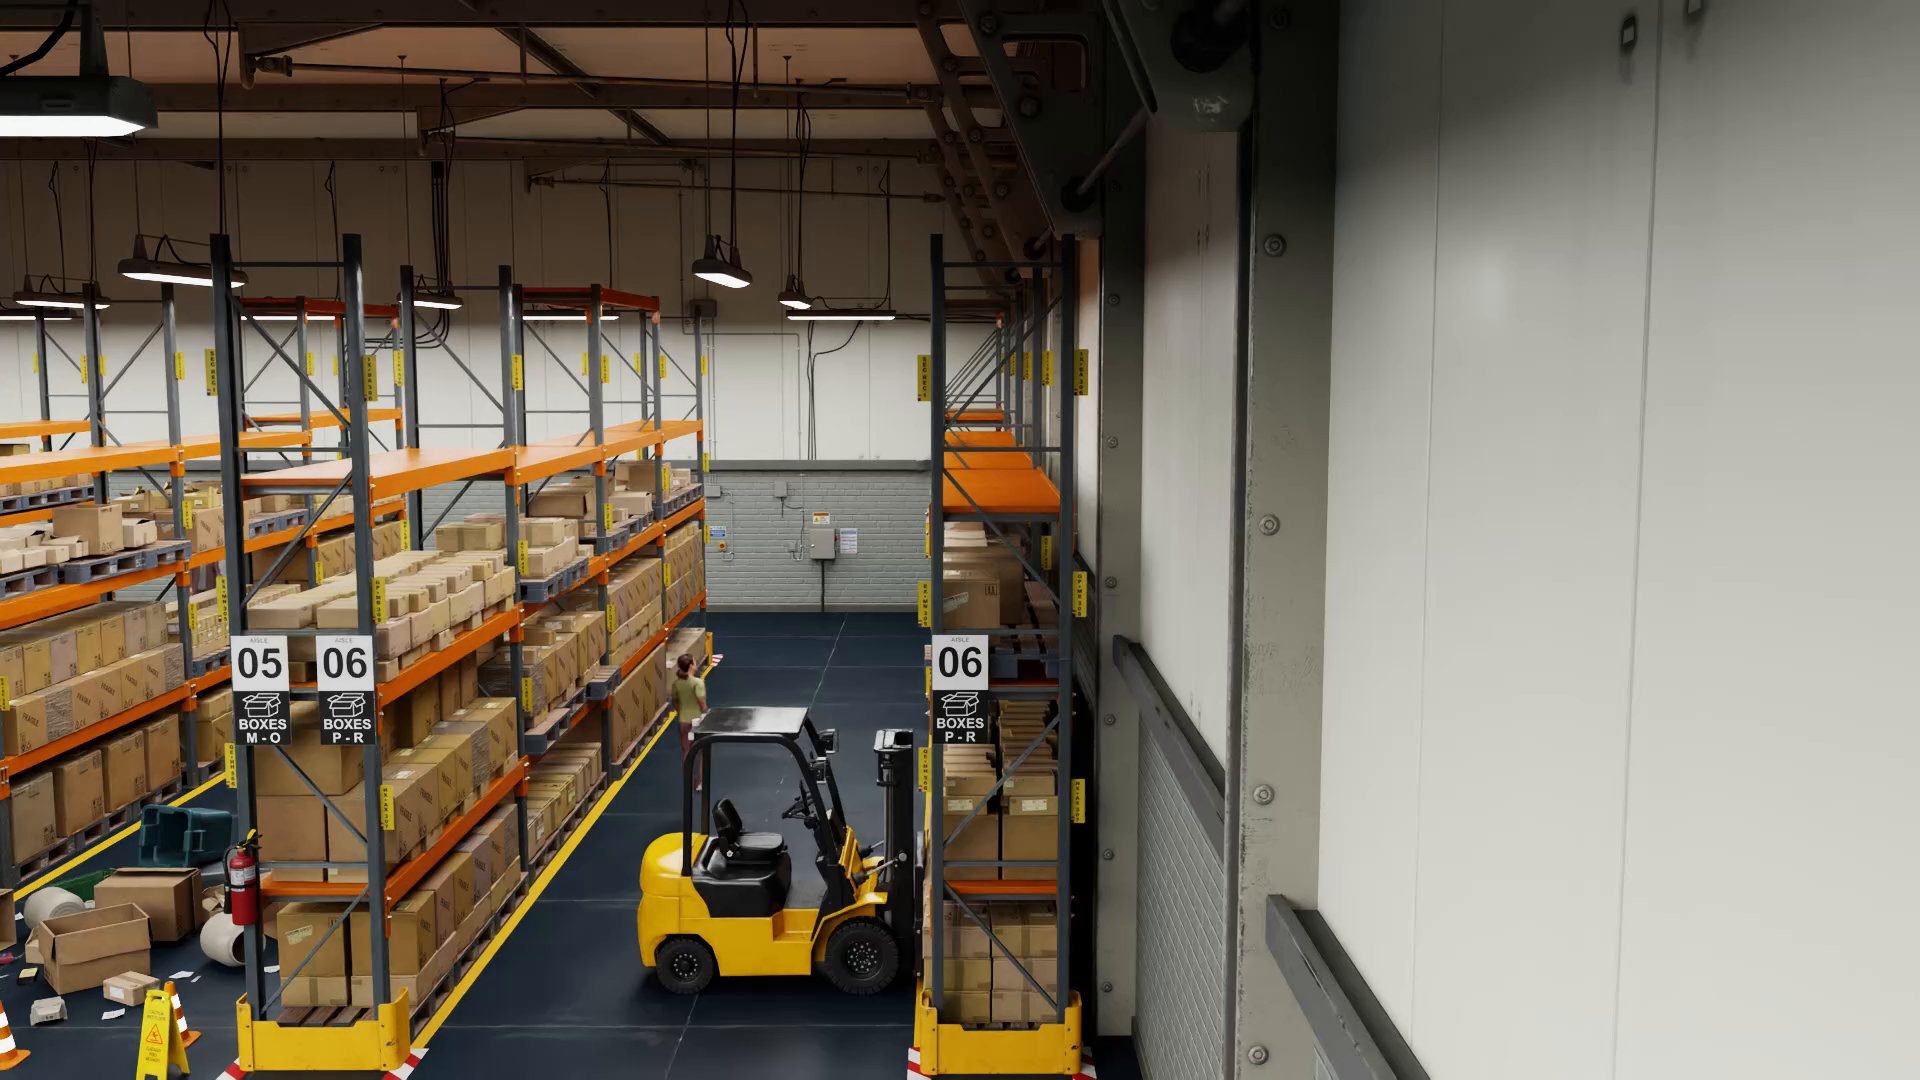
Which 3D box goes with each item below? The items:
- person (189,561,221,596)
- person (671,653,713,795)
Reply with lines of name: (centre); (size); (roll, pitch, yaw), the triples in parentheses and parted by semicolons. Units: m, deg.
person: (-13.959, 0.931, 30.702); (0.608, 1.827, 0.510); (-2, 7, -17)
person: (-3.066, 2.214, 19.050); (0.471, 1.542, 0.569); (0, 6, 2)
